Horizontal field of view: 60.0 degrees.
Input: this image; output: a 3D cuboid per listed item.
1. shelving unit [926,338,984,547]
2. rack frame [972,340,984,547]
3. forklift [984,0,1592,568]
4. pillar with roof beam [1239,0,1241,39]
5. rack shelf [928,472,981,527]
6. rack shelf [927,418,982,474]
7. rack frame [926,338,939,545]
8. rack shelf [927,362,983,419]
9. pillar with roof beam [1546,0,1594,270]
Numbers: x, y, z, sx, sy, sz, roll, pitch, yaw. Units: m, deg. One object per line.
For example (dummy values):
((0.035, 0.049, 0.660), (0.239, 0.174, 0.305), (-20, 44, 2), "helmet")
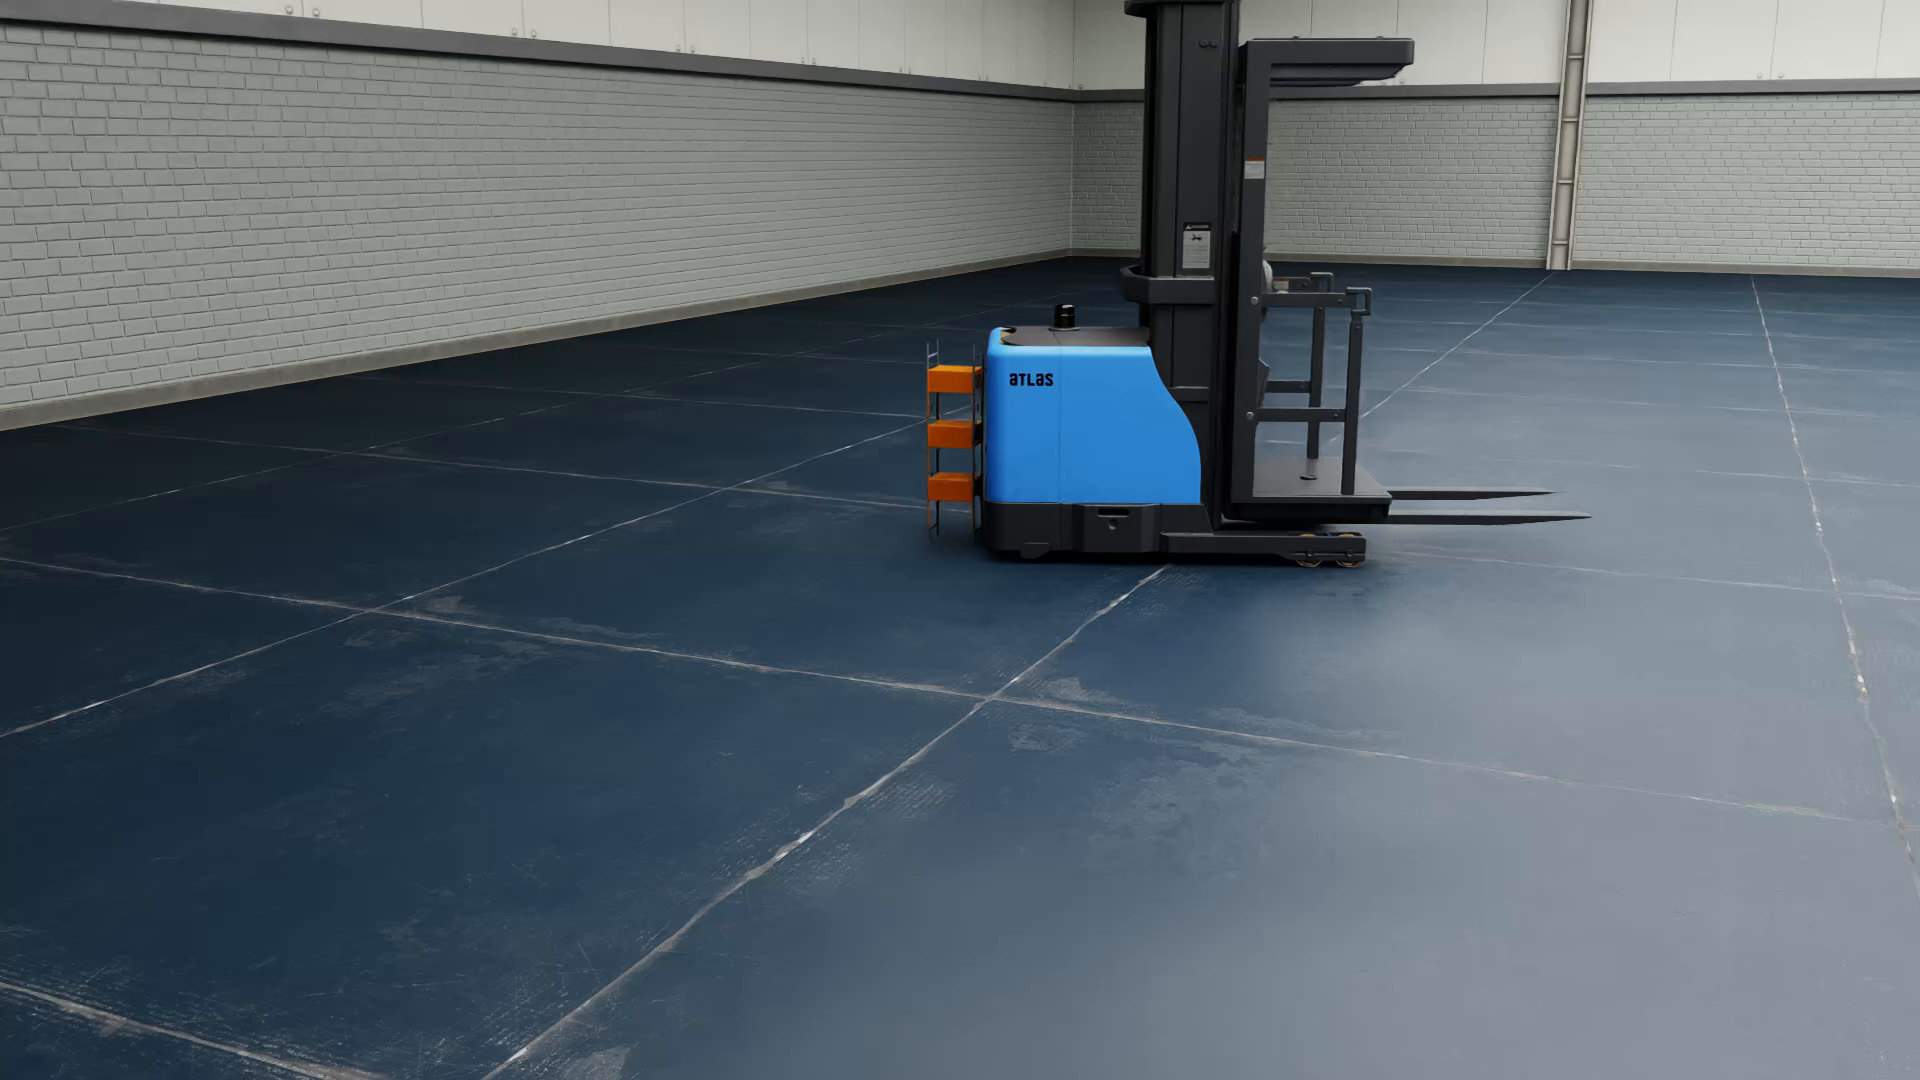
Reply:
((-0.024, -0.502, 8.597), (0.252, 1.050, 0.215), (4, 14, 15), "shelving unit")
((0.094, -0.495, 8.566), (0.008, 1.050, 0.200), (4, 14, 15), "rack frame")
((1.646, -1.415, 8.367), (3.031, 2.935, 1.130), (0, 13, 2), "forklift")
((3.083, -8.703, 26.148), (0.400, 9.000, 9.100), (6, 14, 23), "pillar with roof beam")
((-0.024, -0.221, 8.663), (0.240, 0.259, 0.215), (4, 14, 15), "rack shelf")
((-0.024, -0.492, 8.599), (0.240, 0.259, 0.215), (4, 14, 15), "rack shelf")
((-0.142, -0.510, 8.628), (0.008, 1.050, 0.200), (4, 14, 15), "rack frame")
((-0.024, -0.768, 8.535), (0.240, 0.259, 0.215), (4, 14, 15), "rack shelf")
((8.569, -8.148, 23.782), (0.400, 9.000, 9.100), (6, 14, 23), "pillar with roof beam")
